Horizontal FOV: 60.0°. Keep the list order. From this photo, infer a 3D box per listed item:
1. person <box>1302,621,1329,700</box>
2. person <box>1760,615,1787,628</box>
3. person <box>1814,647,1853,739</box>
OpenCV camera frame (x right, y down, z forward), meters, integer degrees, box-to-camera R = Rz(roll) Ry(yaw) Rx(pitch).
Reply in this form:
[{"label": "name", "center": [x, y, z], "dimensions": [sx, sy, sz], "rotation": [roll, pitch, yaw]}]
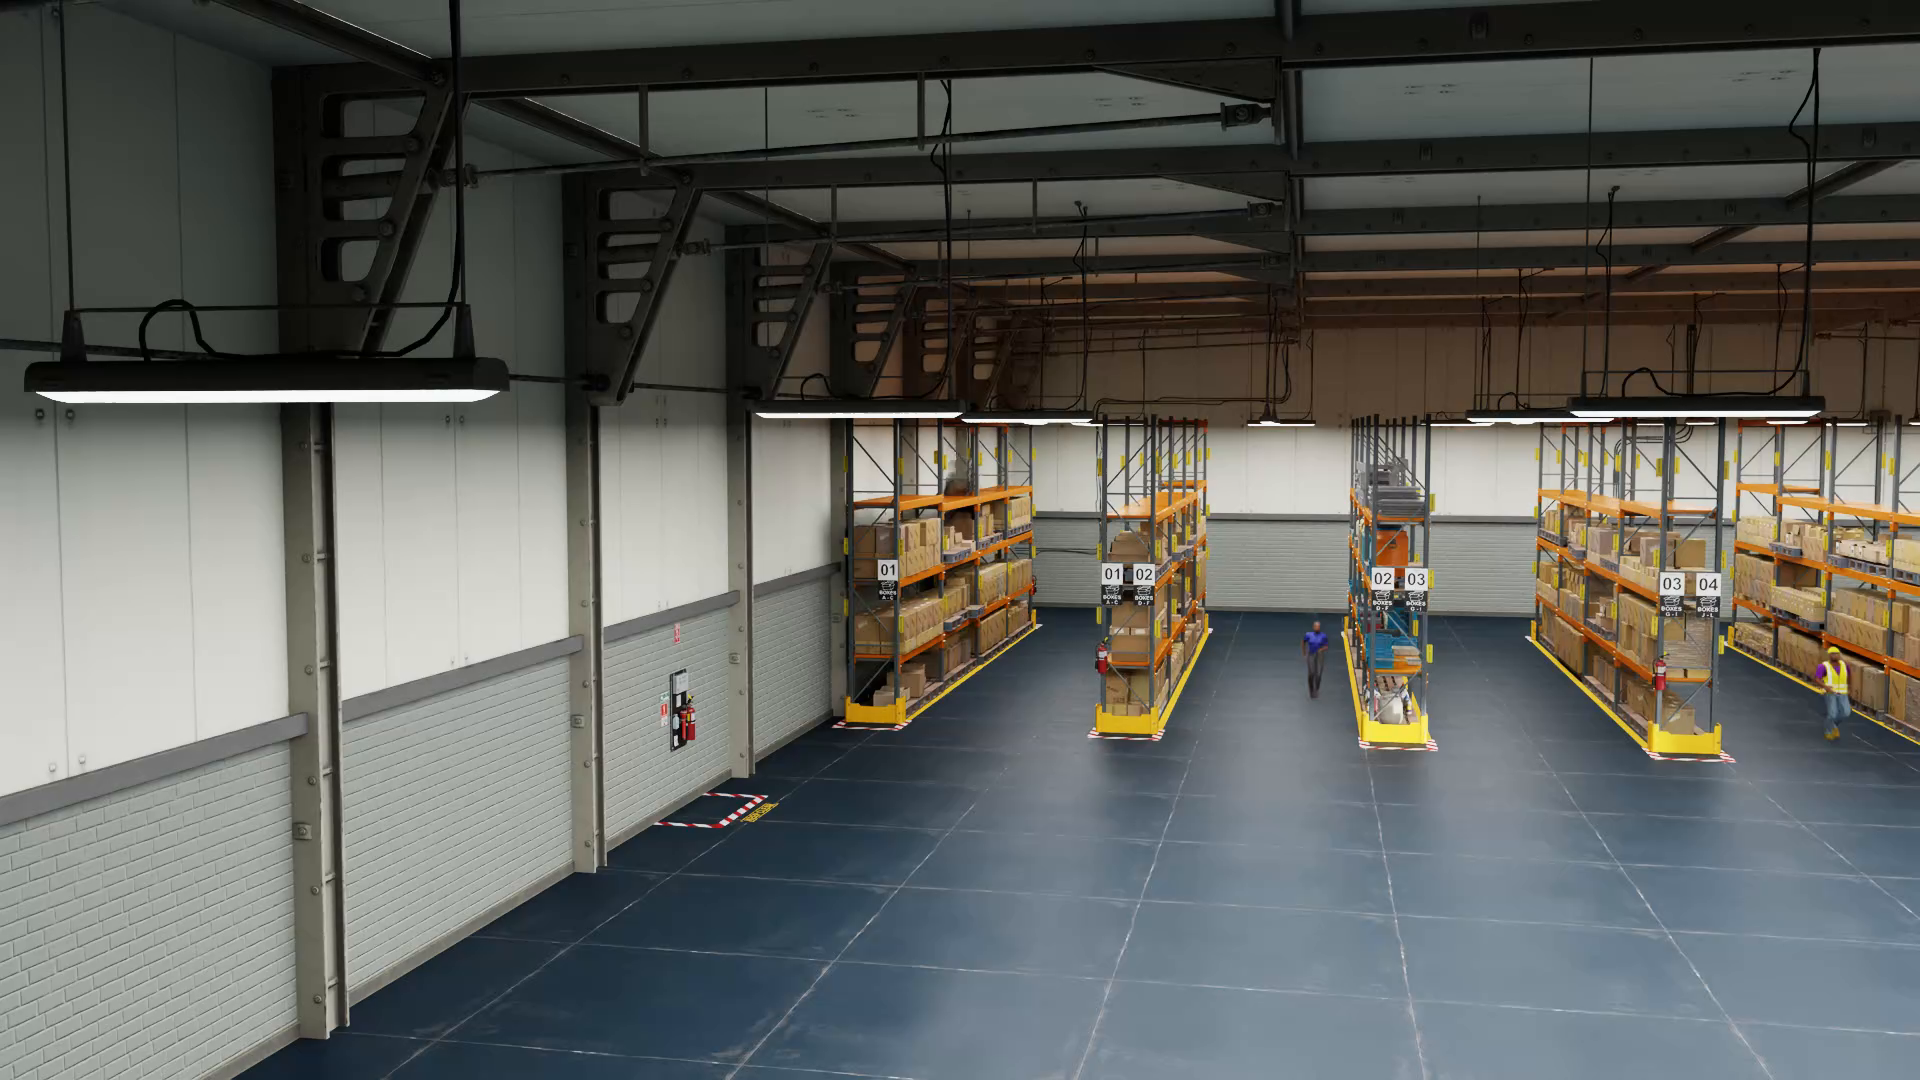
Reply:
[{"label": "person", "center": [7.554, 2.554, 35.303], "dimensions": [0.536, 1.690, 0.788], "rotation": [0, 4, 5]}, {"label": "person", "center": [22.018, 1.848, 45.033], "dimensions": [0.988, 1.807, 0.729], "rotation": [1, 4, 16]}, {"label": "person", "center": [16.097, 2.822, 30.554], "dimensions": [0.712, 1.721, 0.566], "rotation": [0, 4, 5]}]
